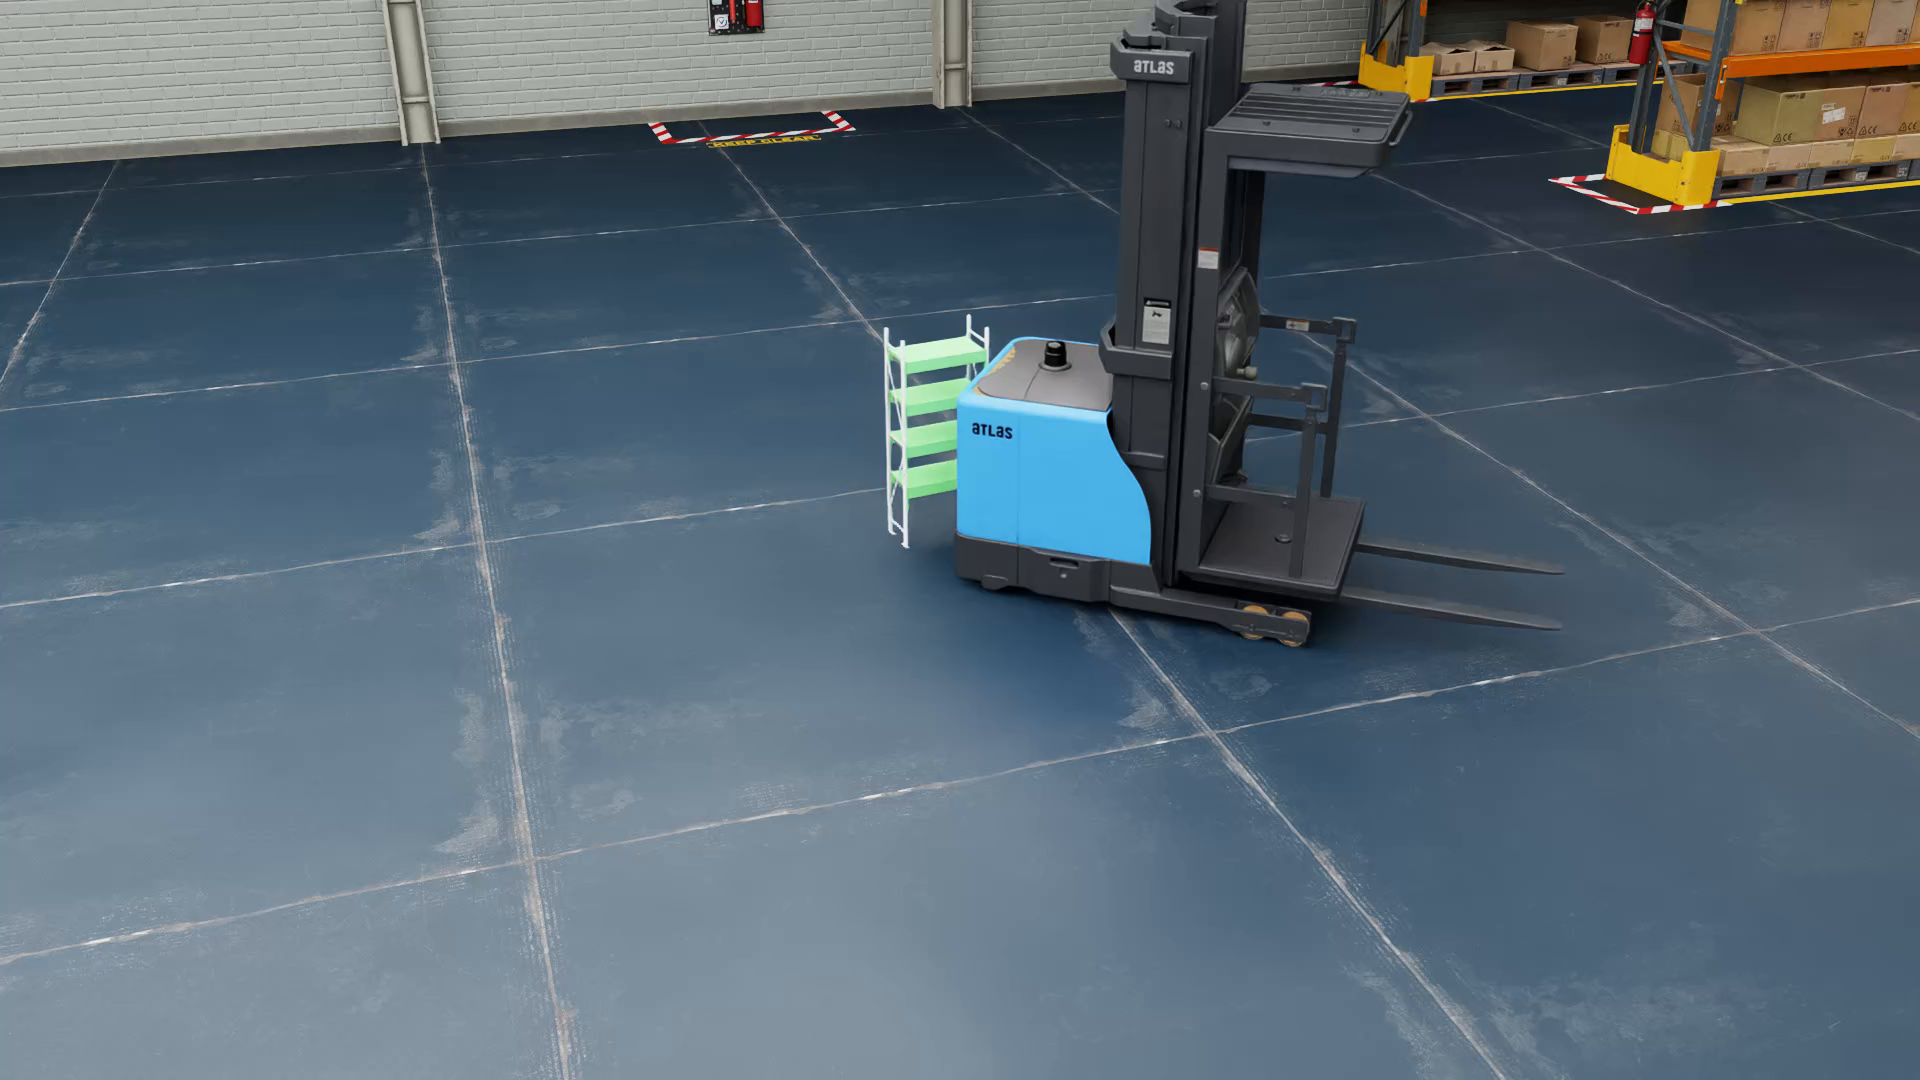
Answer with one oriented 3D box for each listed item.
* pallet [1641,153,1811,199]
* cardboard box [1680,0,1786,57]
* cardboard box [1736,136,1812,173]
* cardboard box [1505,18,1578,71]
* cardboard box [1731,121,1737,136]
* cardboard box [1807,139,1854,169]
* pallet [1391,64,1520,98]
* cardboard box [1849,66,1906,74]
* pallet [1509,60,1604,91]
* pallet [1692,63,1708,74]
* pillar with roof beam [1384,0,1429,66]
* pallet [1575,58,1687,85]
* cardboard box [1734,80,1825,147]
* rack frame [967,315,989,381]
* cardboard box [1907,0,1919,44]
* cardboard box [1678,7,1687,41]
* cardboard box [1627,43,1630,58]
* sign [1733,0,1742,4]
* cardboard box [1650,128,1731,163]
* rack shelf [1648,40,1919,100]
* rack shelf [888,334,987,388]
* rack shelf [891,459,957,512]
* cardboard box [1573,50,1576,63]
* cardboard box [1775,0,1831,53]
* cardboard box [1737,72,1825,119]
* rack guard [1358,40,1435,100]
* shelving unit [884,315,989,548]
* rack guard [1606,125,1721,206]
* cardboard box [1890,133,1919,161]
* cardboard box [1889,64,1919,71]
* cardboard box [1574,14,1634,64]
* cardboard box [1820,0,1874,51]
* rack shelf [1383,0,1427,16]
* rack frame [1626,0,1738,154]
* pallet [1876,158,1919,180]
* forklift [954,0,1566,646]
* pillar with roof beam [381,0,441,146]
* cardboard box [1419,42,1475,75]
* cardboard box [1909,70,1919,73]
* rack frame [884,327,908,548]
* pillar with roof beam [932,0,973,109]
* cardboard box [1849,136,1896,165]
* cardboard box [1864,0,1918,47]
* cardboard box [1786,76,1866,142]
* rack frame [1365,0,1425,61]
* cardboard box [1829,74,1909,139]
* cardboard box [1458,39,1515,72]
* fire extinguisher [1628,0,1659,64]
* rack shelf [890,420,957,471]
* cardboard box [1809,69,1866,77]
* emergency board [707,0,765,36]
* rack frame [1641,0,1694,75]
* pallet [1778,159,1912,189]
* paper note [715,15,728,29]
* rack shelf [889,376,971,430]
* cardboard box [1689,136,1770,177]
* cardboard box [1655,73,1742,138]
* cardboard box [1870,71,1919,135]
[{"bbox_3d":[7.467,-3.606,16.277,1.213,0.211,1.003,-8,28,-16],"label":"pallet"},{"bbox_3d":[7.200,-4.836,15.505,0.500,0.500,0.700,-8,28,-16],"label":"cardboard box"},{"bbox_3d":[7.806,-3.739,16.028,0.500,0.250,0.500,-8,28,-16],"label":"cardboard box"},{"bbox_3d":[7.156,-6.119,20.519,0.500,0.500,0.700,-10,28,-19],"label":"cardboard box"},{"bbox_3d":[7.643,-3.962,16.476,0.500,0.250,0.500,-8,28,-16],"label":"cardboard box"},{"bbox_3d":[8.281,-3.808,16.167,0.500,0.250,0.500,-8,28,-16],"label":"cardboard box"},{"bbox_3d":[6.071,-5.685,20.463,1.213,0.211,1.003,-8,28,-16],"label":"pallet"},{"bbox_3d":[9.067,-4.506,16.730,0.500,0.500,0.500,-8,28,-16],"label":"cardboard box"},{"bbox_3d":[7.229,-5.851,20.798,1.213,0.211,1.003,-8,28,-16],"label":"pallet"},{"bbox_3d":[9.758,-6.236,21.574,1.213,0.211,1.003,-8,28,-16],"label":"pallet"},{"bbox_3d":[6.946,-8.155,15.557,0.400,9.000,9.100,-8,28,-16],"label":"pillar with roof beam"},{"bbox_3d":[8.391,-6.021,21.140,1.213,0.211,1.003,-8,28,-16],"label":"pallet"},{"bbox_3d":[7.806,-4.074,15.860,0.500,0.500,0.500,-8,28,-16],"label":"cardboard box"},{"bbox_3d":[0.096,-0.634,9.178,0.015,1.200,0.240,-12,29,-23],"label":"rack frame"},{"bbox_3d":[9.158,-5.121,16.080,0.500,0.500,0.700,-8,27,-15],"label":"cardboard box"},{"bbox_3d":[9.713,-6.563,21.413,0.500,0.500,0.700,-7,27,-14],"label":"cardboard box"},{"bbox_3d":[8.519,-6.219,21.095,0.250,0.166,0.380,-12,29,-23],"label":"cardboard box"},{"bbox_3d":[6.919,-4.920,14.725,0.005,0.325,0.100,-8,28,-16],"label":"sign"},{"bbox_3d":[7.171,-3.888,16.328,0.500,0.250,0.500,-8,28,-16],"label":"cardboard box"},{"bbox_3d":[8.654,-4.686,16.124,4.000,0.370,1.077,-8,28,-16],"label":"rack shelf"},{"bbox_3d":[-0.124,-0.960,8.900,0.480,0.148,0.258,-12,29,-23],"label":"rack shelf"},{"bbox_3d":[-0.124,-0.316,9.220,0.480,0.148,0.258,-12,29,-23],"label":"rack shelf"},{"bbox_3d":[7.491,-6.086,20.846,0.250,0.149,0.380,-11,28,-20],"label":"cardboard box"},{"bbox_3d":[7.698,-4.910,15.655,0.500,0.500,0.700,-8,27,-15],"label":"cardboard box"},{"bbox_3d":[8.117,-4.368,16.452,0.500,0.500,0.500,-8,28,-16],"label":"cardboard box"},{"bbox_3d":[5.287,-5.717,20.204,0.348,0.500,1.175,-8,28,-16],"label":"rack guard"},{"bbox_3d":[-0.124,-0.588,9.085,0.503,1.200,0.258,-12,29,-23],"label":"shelving unit"},{"bbox_3d":[6.730,-3.609,15.958,0.348,0.500,1.175,-8,28,-16],"label":"rack guard"},{"bbox_3d":[9.233,-3.944,16.440,0.500,0.250,0.500,-8,28,-16],"label":"cardboard box"},{"bbox_3d":[9.545,-4.572,16.863,0.500,0.500,0.500,-8,28,-16],"label":"cardboard box"},{"bbox_3d":[8.044,-6.295,20.873,0.500,0.500,0.500,-10,28,-20],"label":"cardboard box"},{"bbox_3d":[8.172,-4.976,15.788,0.500,0.500,0.700,-8,28,-16],"label":"cardboard box"},{"bbox_3d":[7.117,-6.780,20.342,4.000,0.370,1.077,-8,28,-16],"label":"rack shelf"},{"bbox_3d":[6.753,-4.732,15.409,0.127,3.000,1.000,-8,28,-16],"label":"rack frame"},{"bbox_3d":[9.787,-3.942,16.954,1.213,0.211,1.003,-8,28,-16],"label":"pallet"},{"bbox_3d":[1.543,-1.056,8.081,3.031,2.935,1.130,9,28,17],"label":"forklift"},{"bbox_3d":[-4.464,-6.503,12.229,0.400,9.000,9.100,-8,28,-16],"label":"pillar with roof beam"},{"bbox_3d":[5.901,-5.876,20.242,0.500,0.311,0.500,-12,29,-22],"label":"cardboard box"},{"bbox_3d":[9.704,-4.355,16.426,0.500,0.500,0.500,-8,28,-16],"label":"cardboard box"},{"bbox_3d":[-0.345,-0.541,8.991,0.015,1.200,0.240,-12,29,-23],"label":"rack frame"},{"bbox_3d":[1.241,-7.329,13.893,0.400,9.000,9.100,-8,28,-16],"label":"pillar with roof beam"},{"bbox_3d":[8.758,-3.875,16.301,0.500,0.250,0.500,-8,28,-16],"label":"cardboard box"},{"bbox_3d":[8.672,-5.050,15.937,0.500,0.500,0.700,-7,27,-15],"label":"cardboard box"},{"bbox_3d":[8.278,-4.149,16.010,0.500,0.500,0.500,-8,28,-16],"label":"cardboard box"},{"bbox_3d":[5.215,-6.826,19.627,0.127,3.000,1.000,-8,28,-16],"label":"rack frame"},{"bbox_3d":[8.758,-4.210,16.134,0.500,0.500,0.500,-8,28,-16],"label":"cardboard box"},{"bbox_3d":[6.443,-5.955,20.400,0.500,0.311,0.500,-6,27,-12],"label":"cardboard box"},{"bbox_3d":[6.496,-4.878,15.789,0.183,0.674,0.296,-8,28,-16],"label":"fire extinguisher"},{"bbox_3d":[-0.124,-0.530,9.113,0.480,0.148,0.258,-12,29,-23],"label":"rack shelf"},{"bbox_3d":[8.592,-4.437,16.590,0.500,0.500,0.500,-8,28,-16],"label":"cardboard box"},{"bbox_3d":[-2.454,-6.138,18.241,0.643,1.169,0.194,-8,28,-16],"label":"emergency board"},{"bbox_3d":[9.018,-7.377,20.736,0.127,3.000,1.000,-8,28,-16],"label":"rack frame"},{"bbox_3d":[8.625,-3.773,16.612,1.213,0.211,1.003,-8,28,-16],"label":"pallet"},{"bbox_3d":[-2.644,-5.748,18.446,0.142,0.148,0.016,-8,28,-16],"label":"paper note"},{"bbox_3d":[-0.124,-0.745,9.006,0.480,0.148,0.258,-12,29,-23],"label":"rack shelf"},{"bbox_3d":[7.331,-3.669,15.886,0.500,0.250,0.500,-8,28,-16],"label":"cardboard box"},{"bbox_3d":[7.170,-4.224,16.163,0.500,0.500,0.500,-8,28,-16],"label":"cardboard box"},{"bbox_3d":[9.229,-4.285,16.284,0.500,0.500,0.500,-8,28,-16],"label":"cardboard box"}]
